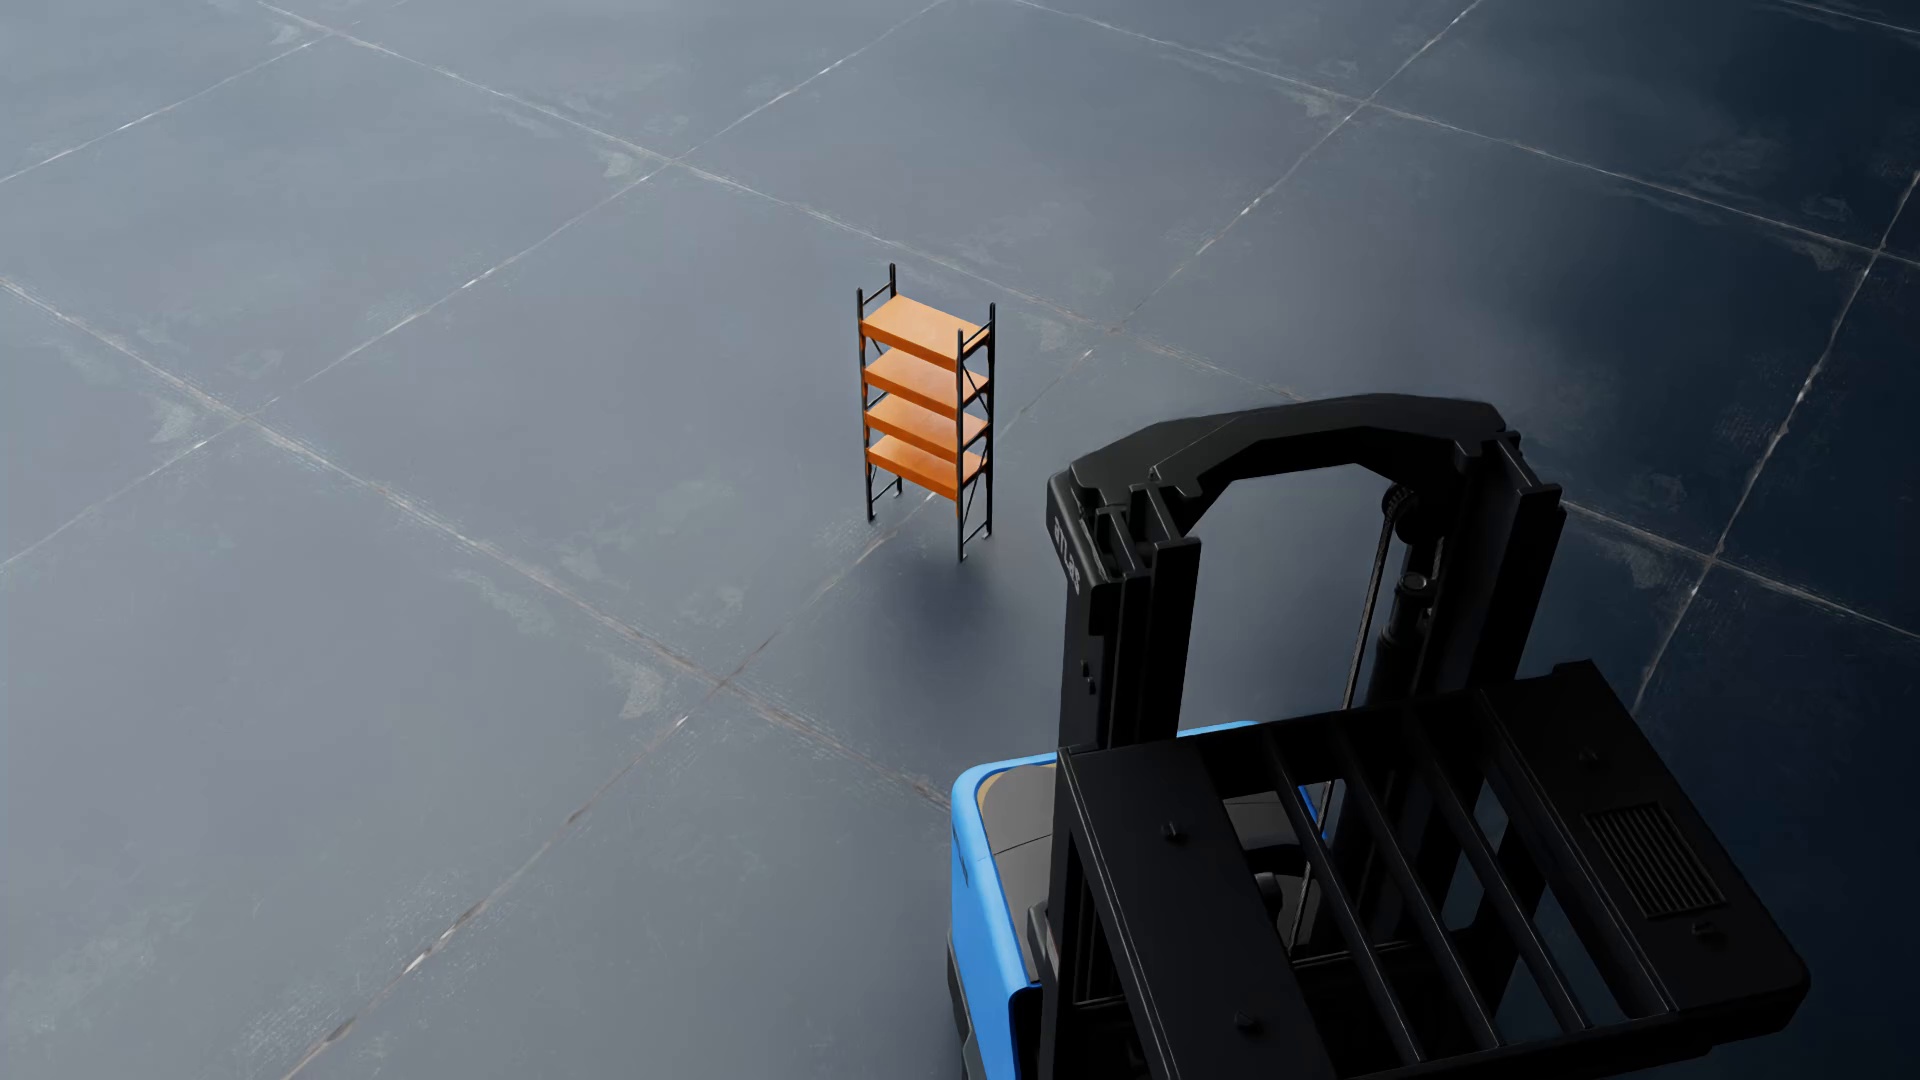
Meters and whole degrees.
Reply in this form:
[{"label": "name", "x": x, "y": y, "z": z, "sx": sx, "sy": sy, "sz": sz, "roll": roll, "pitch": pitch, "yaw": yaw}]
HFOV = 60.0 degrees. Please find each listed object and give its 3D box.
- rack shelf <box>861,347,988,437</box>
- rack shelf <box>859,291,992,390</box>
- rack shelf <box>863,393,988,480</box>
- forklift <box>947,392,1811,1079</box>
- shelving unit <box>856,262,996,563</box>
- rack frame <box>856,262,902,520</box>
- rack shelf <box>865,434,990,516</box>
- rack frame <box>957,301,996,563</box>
[{"label": "rack shelf", "x": -0.136, "y": -0.627, "z": 6.816, "sx": 0.480, "sy": 0.148, "sz": 0.258, "roll": 25, "pitch": 48, "yaw": 25}, {"label": "rack shelf", "x": -0.136, "y": -0.803, "z": 6.659, "sx": 0.480, "sy": 0.148, "sz": 0.258, "roll": 25, "pitch": 48, "yaw": 25}, {"label": "rack shelf", "x": -0.136, "y": -0.460, "z": 6.966, "sx": 0.480, "sy": 0.148, "sz": 0.258, "roll": 25, "pitch": 48, "yaw": 25}, {"label": "forklift", "x": 0.775, "y": 1.273, "z": 3.629, "sx": 1.130, "sy": 2.935, "sz": 3.031, "roll": -8, "pitch": 42, "yaw": -9}, {"label": "shelving unit", "x": -0.136, "y": -0.511, "z": 6.921, "sx": 0.503, "sy": 1.200, "sz": 0.258, "roll": 25, "pitch": 48, "yaw": 25}, {"label": "rack frame", "x": -0.335, "y": -0.604, "z": 7.025, "sx": 0.015, "sy": 1.200, "sz": 0.240, "roll": 25, "pitch": 48, "yaw": 25}, {"label": "rack shelf", "x": -0.136, "y": -0.312, "z": 7.098, "sx": 0.480, "sy": 0.148, "sz": 0.258, "roll": 25, "pitch": 48, "yaw": 25}, {"label": "rack frame", "x": 0.064, "y": -0.417, "z": 6.816, "sx": 0.015, "sy": 1.200, "sz": 0.240, "roll": 25, "pitch": 48, "yaw": 25}]
